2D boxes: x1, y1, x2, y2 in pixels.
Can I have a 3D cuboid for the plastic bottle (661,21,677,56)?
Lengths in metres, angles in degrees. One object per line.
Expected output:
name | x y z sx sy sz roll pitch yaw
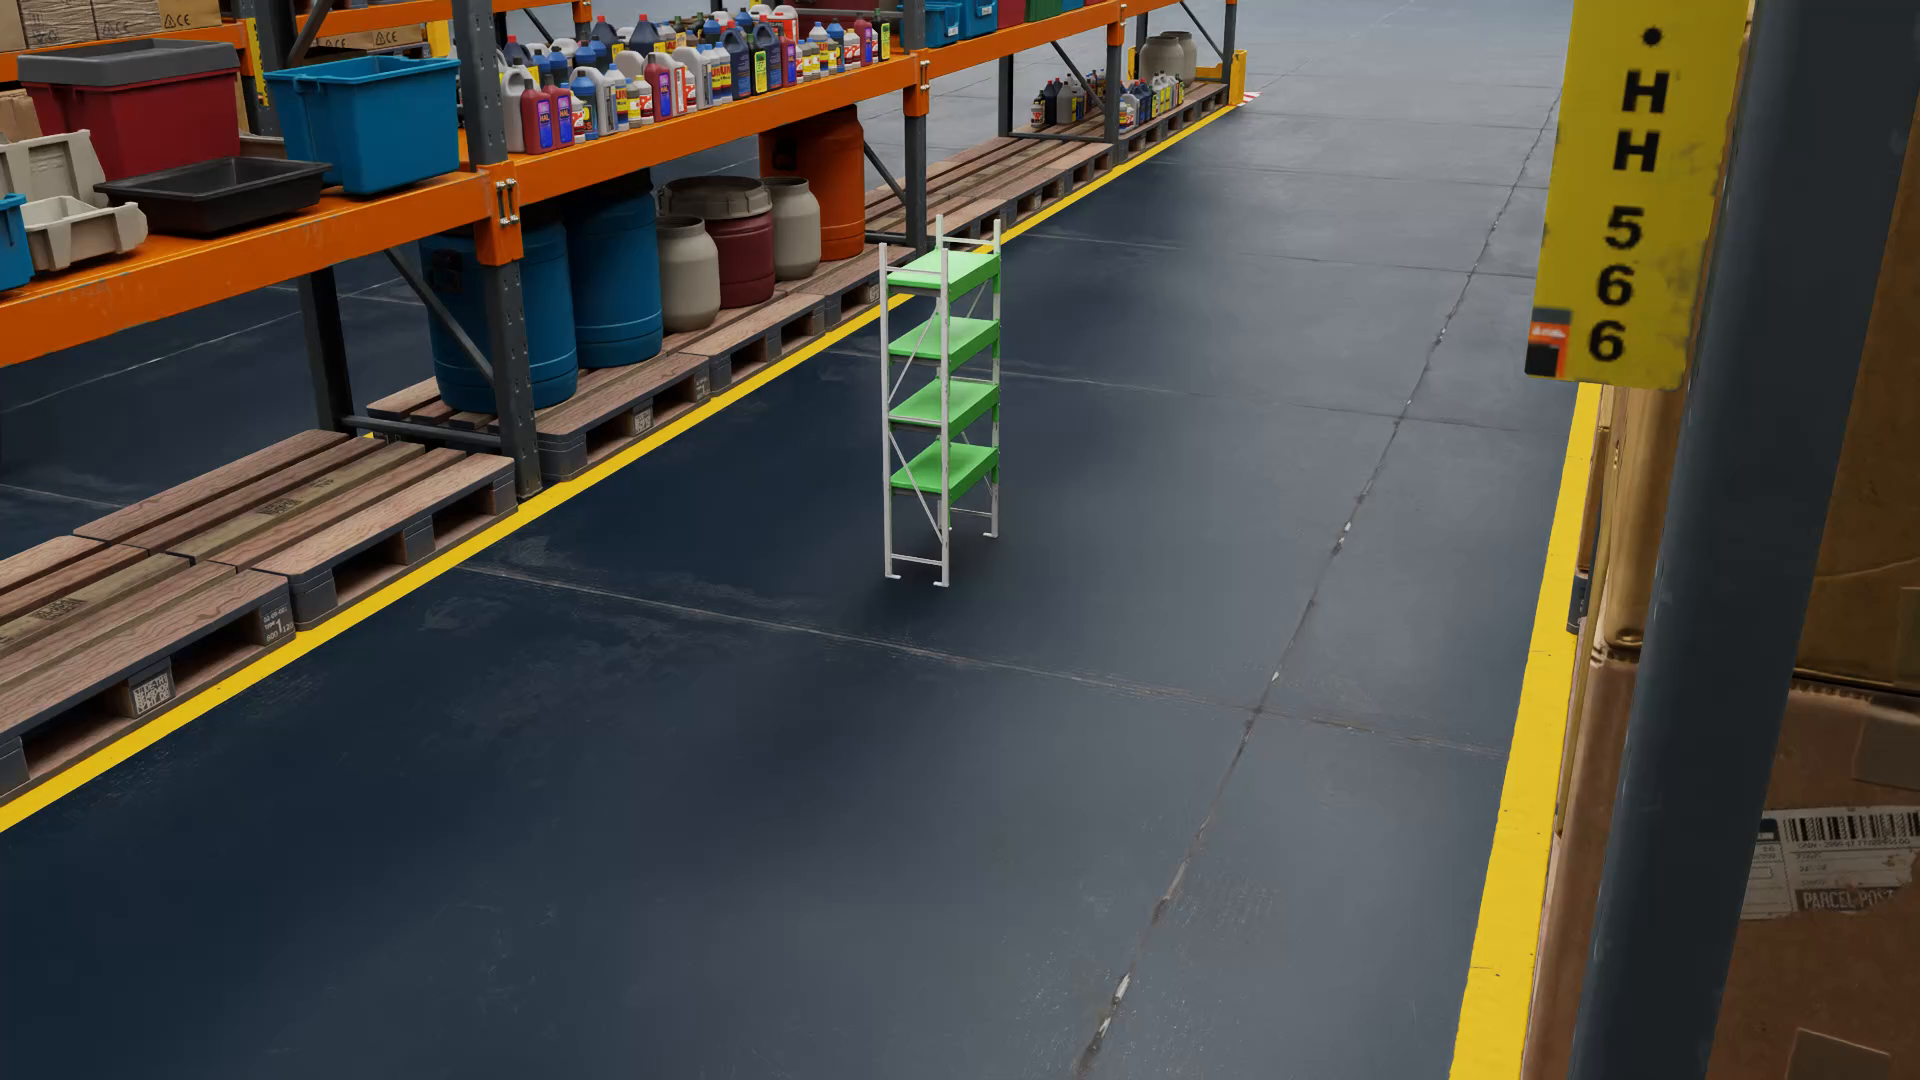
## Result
plastic bottle | -1.522 -2.561 8.656 0.097 0.271 0.097 0 23 0

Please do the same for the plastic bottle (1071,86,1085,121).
plastic bottle | 0.990 -3.768 14.342 0.152 0.276 0.135 9 24 20

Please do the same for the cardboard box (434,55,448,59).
cardboard box | -4.241 -3.868 14.290 0.700 0.500 0.500 9 24 20

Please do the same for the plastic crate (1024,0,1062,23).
plastic crate | 0.415 -3.732 11.569 0.450 0.188 0.662 9 24 20

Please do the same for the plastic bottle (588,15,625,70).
plastic bottle | -1.725 -2.378 8.116 0.144 0.351 0.185 9 24 20

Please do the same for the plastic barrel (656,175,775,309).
plastic barrel | -1.271 -1.562 8.681 0.600 0.588 0.708 9 24 20

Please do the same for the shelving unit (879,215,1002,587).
shelving unit | -0.062 -0.494 5.877 0.258 1.200 0.503 9 24 20

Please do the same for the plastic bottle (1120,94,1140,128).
plastic bottle | 1.420 -3.611 13.966 0.152 0.276 0.135 10 25 22

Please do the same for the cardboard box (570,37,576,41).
cardboard box | -3.407 -4.587 16.037 0.500 0.500 0.500 18 29 37

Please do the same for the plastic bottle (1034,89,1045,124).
plastic bottle | 0.672 -3.663 14.080 0.061 0.283 0.133 10 25 23

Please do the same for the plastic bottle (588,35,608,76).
plastic bottle | -1.743 -2.286 7.997 0.097 0.271 0.097 0 23 0

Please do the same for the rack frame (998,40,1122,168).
rack frame | 0.800 -4.494 13.117 1.000 3.000 0.127 9 24 20

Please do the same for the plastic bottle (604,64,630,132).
plastic bottle | -1.442 -1.851 6.957 0.097 0.271 0.097 0 23 0

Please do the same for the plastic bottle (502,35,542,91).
plastic bottle | -1.932 -2.029 7.281 0.144 0.351 0.185 9 24 20

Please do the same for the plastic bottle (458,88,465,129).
plastic bottle | -2.067 -1.846 7.036 0.097 0.201 0.097 0 23 0

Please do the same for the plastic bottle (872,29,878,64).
plastic bottle | -0.500 -2.726 9.143 0.097 0.201 0.097 0 23 0

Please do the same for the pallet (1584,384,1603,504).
pallet | 3.145 -0.368 6.858 1.003 0.211 1.213 9 24 20

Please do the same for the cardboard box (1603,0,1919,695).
cardboard box | 0.850 -0.195 1.398 0.500 0.500 0.500 9 24 20

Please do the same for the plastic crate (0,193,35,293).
plastic crate | -2.660 -0.770 4.340 0.416 0.233 0.300 9 24 20

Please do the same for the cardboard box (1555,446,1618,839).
cardboard box | 1.043 0.079 2.038 0.500 0.500 0.500 9 24 21

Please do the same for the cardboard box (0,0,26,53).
cardboard box | -5.808 -3.060 9.554 0.500 0.500 0.500 9 24 21

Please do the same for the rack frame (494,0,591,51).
rack frame | -3.799 -5.203 14.814 1.000 3.000 0.127 9 24 20

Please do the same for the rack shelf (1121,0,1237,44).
rack shelf | 1.543 -4.878 14.969 1.077 0.370 4.000 9 24 20

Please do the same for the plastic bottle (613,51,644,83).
plastic bottle | -1.443 -2.038 7.398 0.152 0.276 0.135 9 24 20

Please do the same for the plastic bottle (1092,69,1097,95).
plastic bottle | 1.222 -4.192 15.348 0.061 0.283 0.133 9 24 21

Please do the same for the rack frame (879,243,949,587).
rack frame | -0.152 -0.407 5.668 0.240 1.200 0.015 9 24 20

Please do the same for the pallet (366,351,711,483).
pallet | -1.846 -0.614 7.447 1.003 0.211 1.213 9 24 20

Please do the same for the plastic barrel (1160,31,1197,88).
plastic barrel | 2.112 -4.725 16.352 0.421 0.512 0.421 0 23 0

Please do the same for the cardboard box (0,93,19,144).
cardboard box | -6.220 -2.105 9.610 1.225 0.875 0.875 8 24 18

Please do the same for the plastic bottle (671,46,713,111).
plastic bottle | -1.216 -2.099 7.545 0.152 0.276 0.135 9 24 20

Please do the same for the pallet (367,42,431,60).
pallet | -7.105 -5.796 19.853 1.003 0.211 1.213 9 24 20

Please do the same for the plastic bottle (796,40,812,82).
plastic bottle | -0.803 -2.435 8.444 0.097 0.201 0.097 0 23 0

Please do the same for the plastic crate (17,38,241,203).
plastic crate | -2.736 -1.405 5.560 0.402 0.464 0.583 9 24 20

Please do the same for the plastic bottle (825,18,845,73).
plastic bottle | -0.658 -2.606 8.765 0.097 0.271 0.097 0 23 0

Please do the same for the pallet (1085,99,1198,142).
pallet | 1.540 -3.880 15.264 1.003 0.211 1.213 9 24 20

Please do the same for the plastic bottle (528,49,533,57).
plastic bottle | -2.002 -2.072 7.480 0.152 0.276 0.135 9 24 20

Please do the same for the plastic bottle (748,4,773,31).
plastic bottle | -1.147 -2.897 9.454 0.152 0.276 0.135 9 24 20

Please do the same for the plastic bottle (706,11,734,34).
plastic bottle | -1.319 -2.731 9.057 0.152 0.276 0.135 9 24 20

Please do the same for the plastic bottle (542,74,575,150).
plastic bottle | -1.590 -1.695 6.567 0.061 0.283 0.133 9 24 20

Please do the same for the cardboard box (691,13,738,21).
cardboard box | -2.560 -5.454 18.113 0.500 0.500 0.500 14 26 30

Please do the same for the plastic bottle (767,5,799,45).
plastic bottle | -1.005 -2.875 9.401 0.152 0.276 0.135 9 24 20

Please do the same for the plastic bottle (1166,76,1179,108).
plastic bottle | 1.891 -4.065 15.053 0.152 0.276 0.135 9 24 20

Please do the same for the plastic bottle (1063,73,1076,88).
plastic bottle | 0.963 -3.930 14.634 0.144 0.351 0.185 9 24 20

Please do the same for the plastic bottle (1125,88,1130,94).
plastic bottle | 1.427 -3.736 14.272 0.097 0.271 0.097 0 23 0

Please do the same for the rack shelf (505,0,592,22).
rack shelf | -3.056 -5.587 16.666 1.077 0.370 4.000 9 24 20

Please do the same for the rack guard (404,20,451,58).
rack guard | -6.872 -6.236 20.530 1.175 0.500 0.348 9 24 20

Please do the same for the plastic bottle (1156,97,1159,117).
plastic bottle | 1.682 -3.800 14.517 0.097 0.201 0.097 0 23 0

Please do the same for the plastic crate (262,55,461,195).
plastic crate | -2.028 -1.435 5.737 0.392 0.384 0.575 9 24 20

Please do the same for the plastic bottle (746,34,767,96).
plastic bottle | -0.983 -2.280 7.968 0.061 0.283 0.133 9 24 20

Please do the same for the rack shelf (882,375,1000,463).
rack shelf | -0.062 -0.435 5.902 0.258 0.148 0.480 9 24 20
